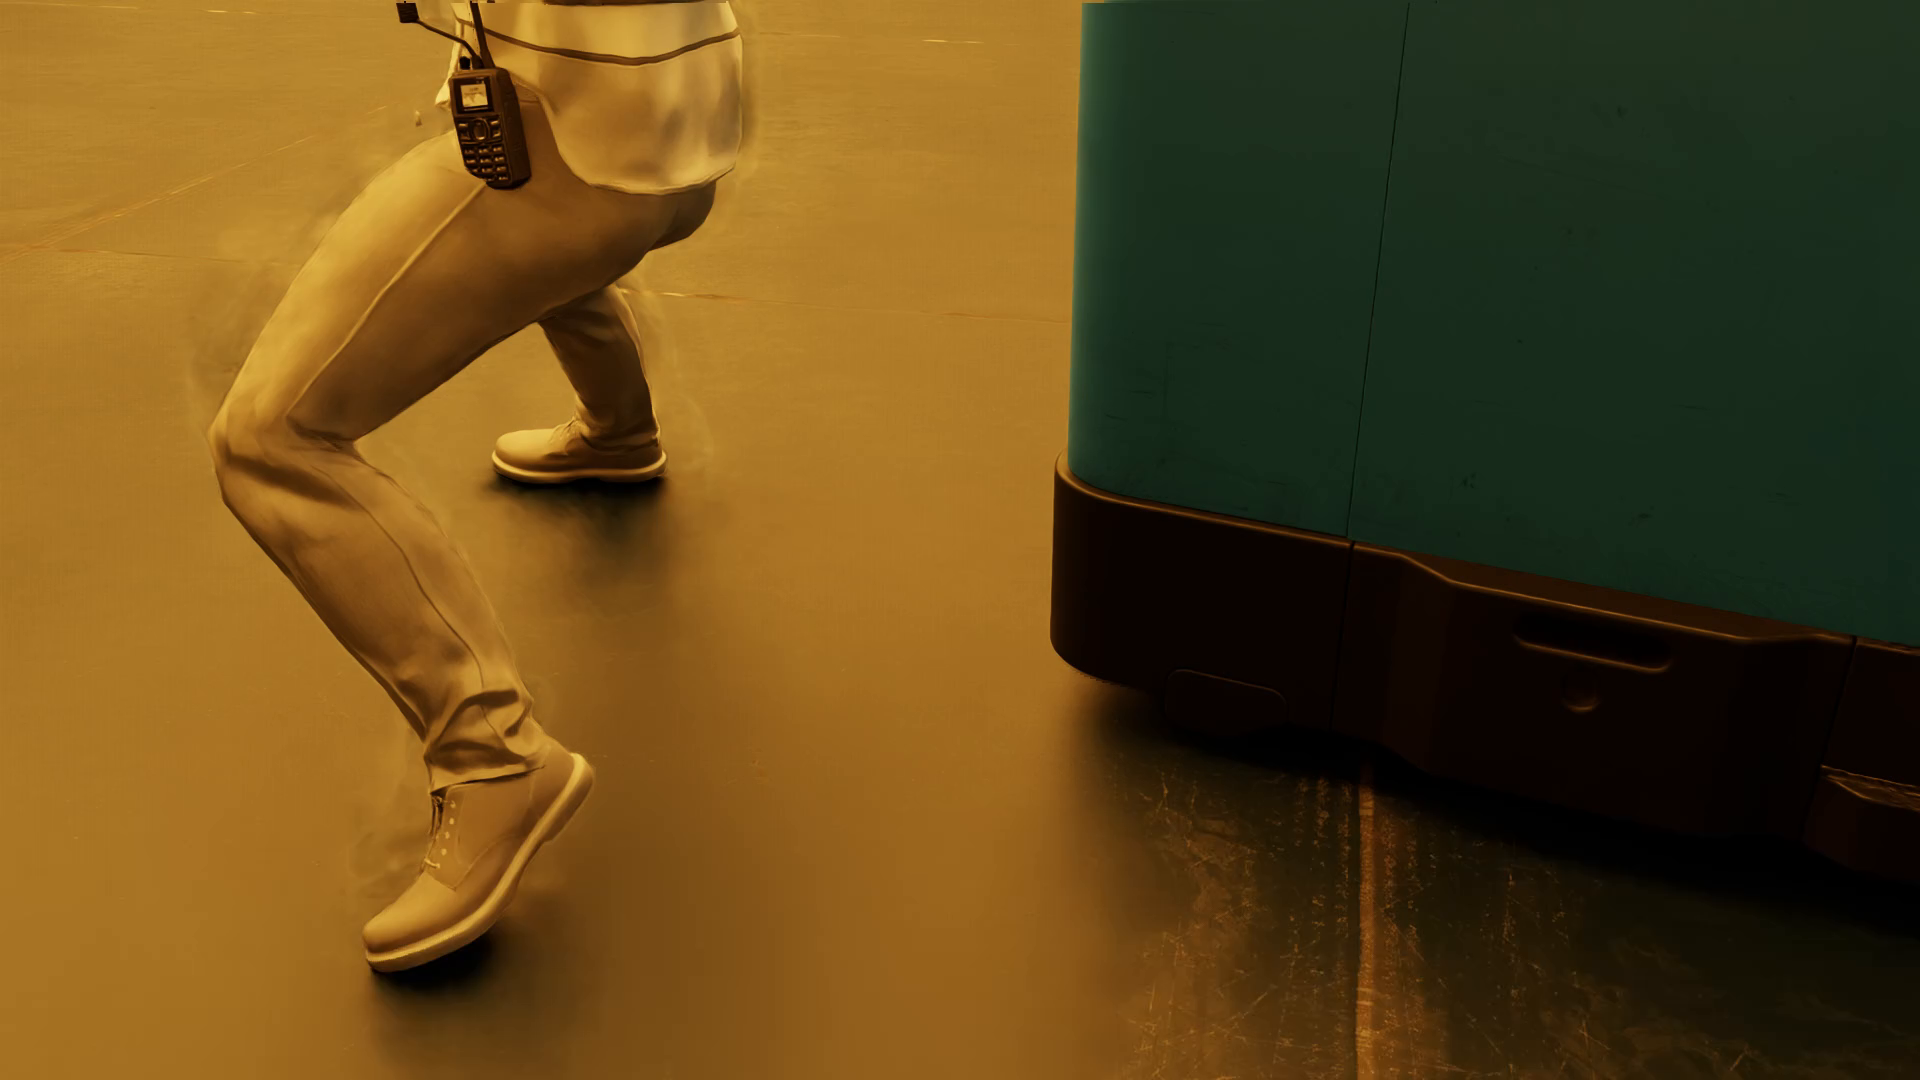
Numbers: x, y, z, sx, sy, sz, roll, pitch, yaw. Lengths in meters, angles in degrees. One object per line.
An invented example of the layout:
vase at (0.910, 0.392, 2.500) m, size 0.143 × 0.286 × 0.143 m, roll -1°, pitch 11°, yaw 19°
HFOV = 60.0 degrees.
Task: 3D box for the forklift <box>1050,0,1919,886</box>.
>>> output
forklift at (1.674, -1.024, 1.275) m, size 3.031 × 2.935 × 1.130 m, roll 12°, pitch 29°, yaw 22°

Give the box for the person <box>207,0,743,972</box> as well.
person at (-0.587, -0.495, 1.872) m, size 0.682 × 1.467 × 1.189 m, roll 8°, pitch 28°, yaw 16°
